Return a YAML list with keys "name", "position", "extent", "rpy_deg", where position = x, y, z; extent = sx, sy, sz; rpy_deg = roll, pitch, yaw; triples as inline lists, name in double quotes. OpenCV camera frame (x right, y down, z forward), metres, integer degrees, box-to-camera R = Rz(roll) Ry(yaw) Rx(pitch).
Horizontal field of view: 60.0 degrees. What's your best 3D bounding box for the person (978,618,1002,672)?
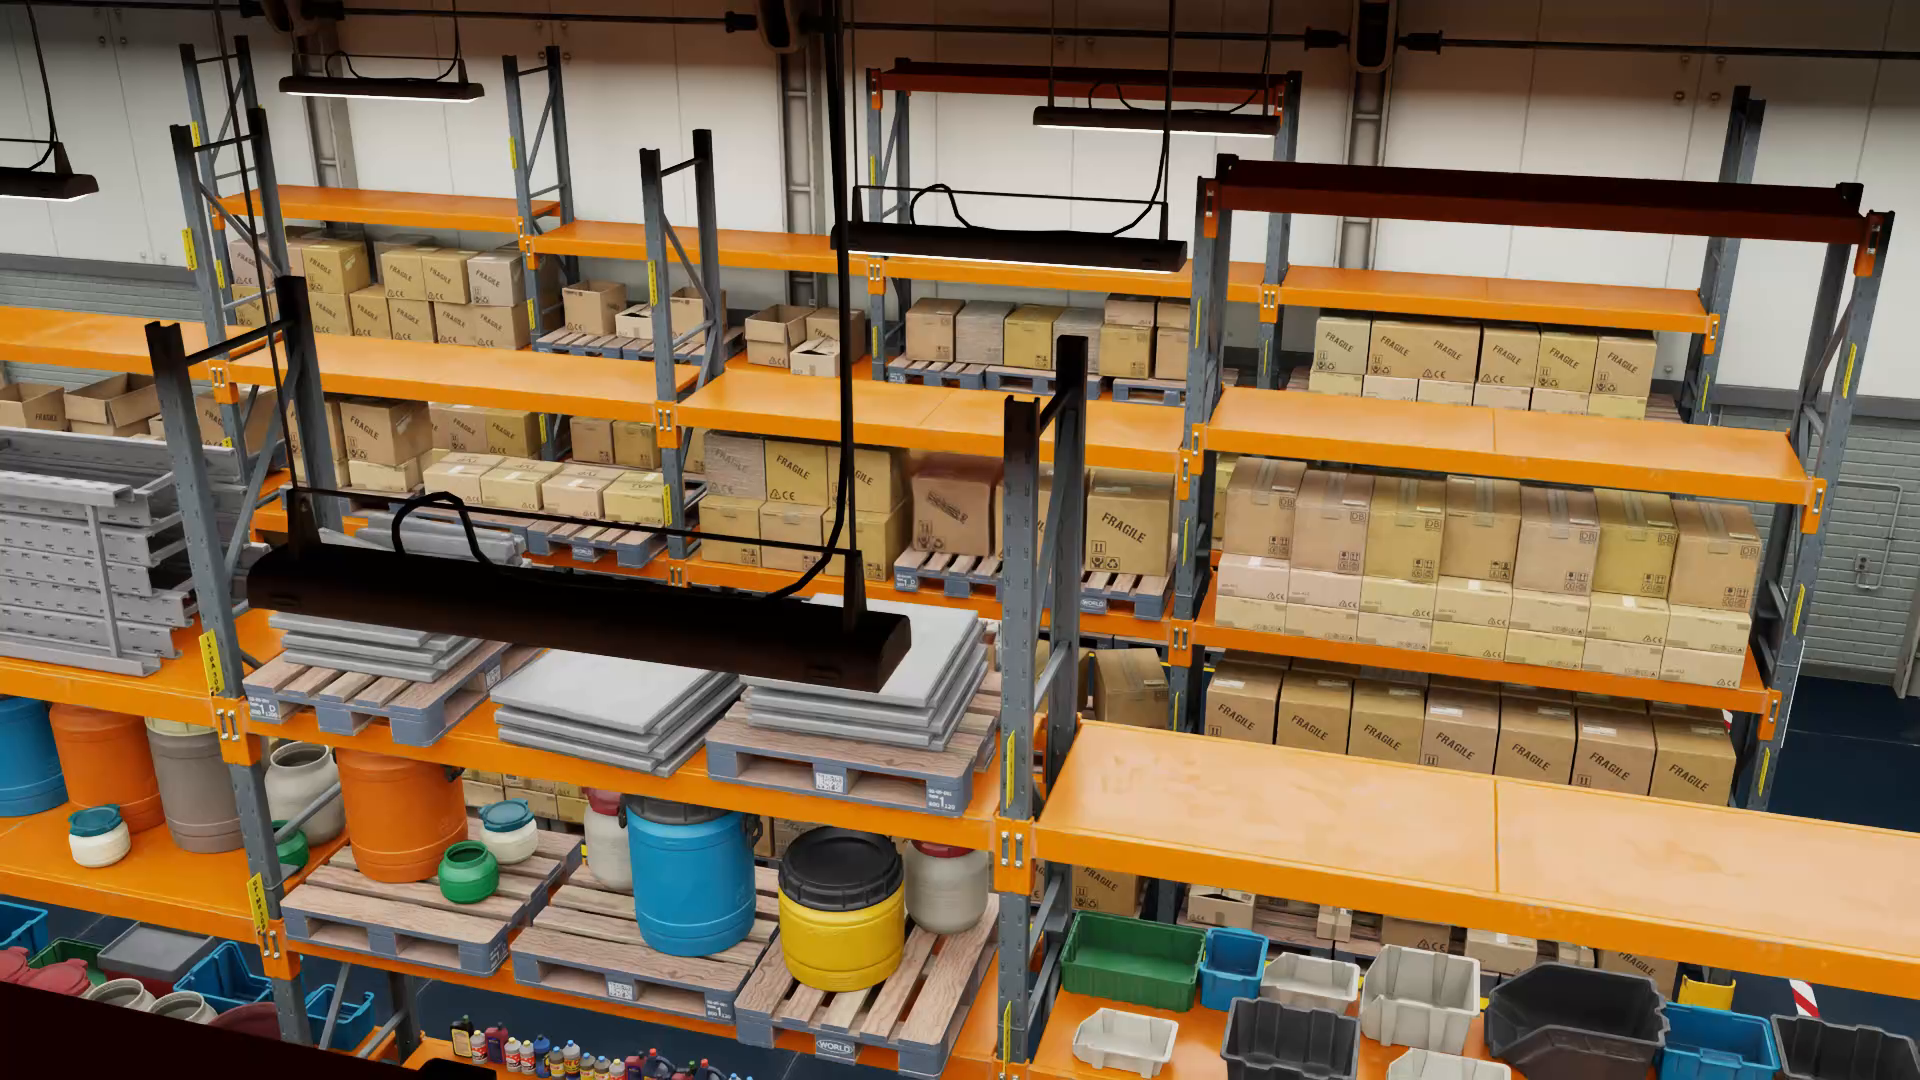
- name: "person"
  position: [0.323, 1.087, 15.550]
  extent: [0.688, 1.762, 0.636]
  rpy_deg: [5, 23, 13]
